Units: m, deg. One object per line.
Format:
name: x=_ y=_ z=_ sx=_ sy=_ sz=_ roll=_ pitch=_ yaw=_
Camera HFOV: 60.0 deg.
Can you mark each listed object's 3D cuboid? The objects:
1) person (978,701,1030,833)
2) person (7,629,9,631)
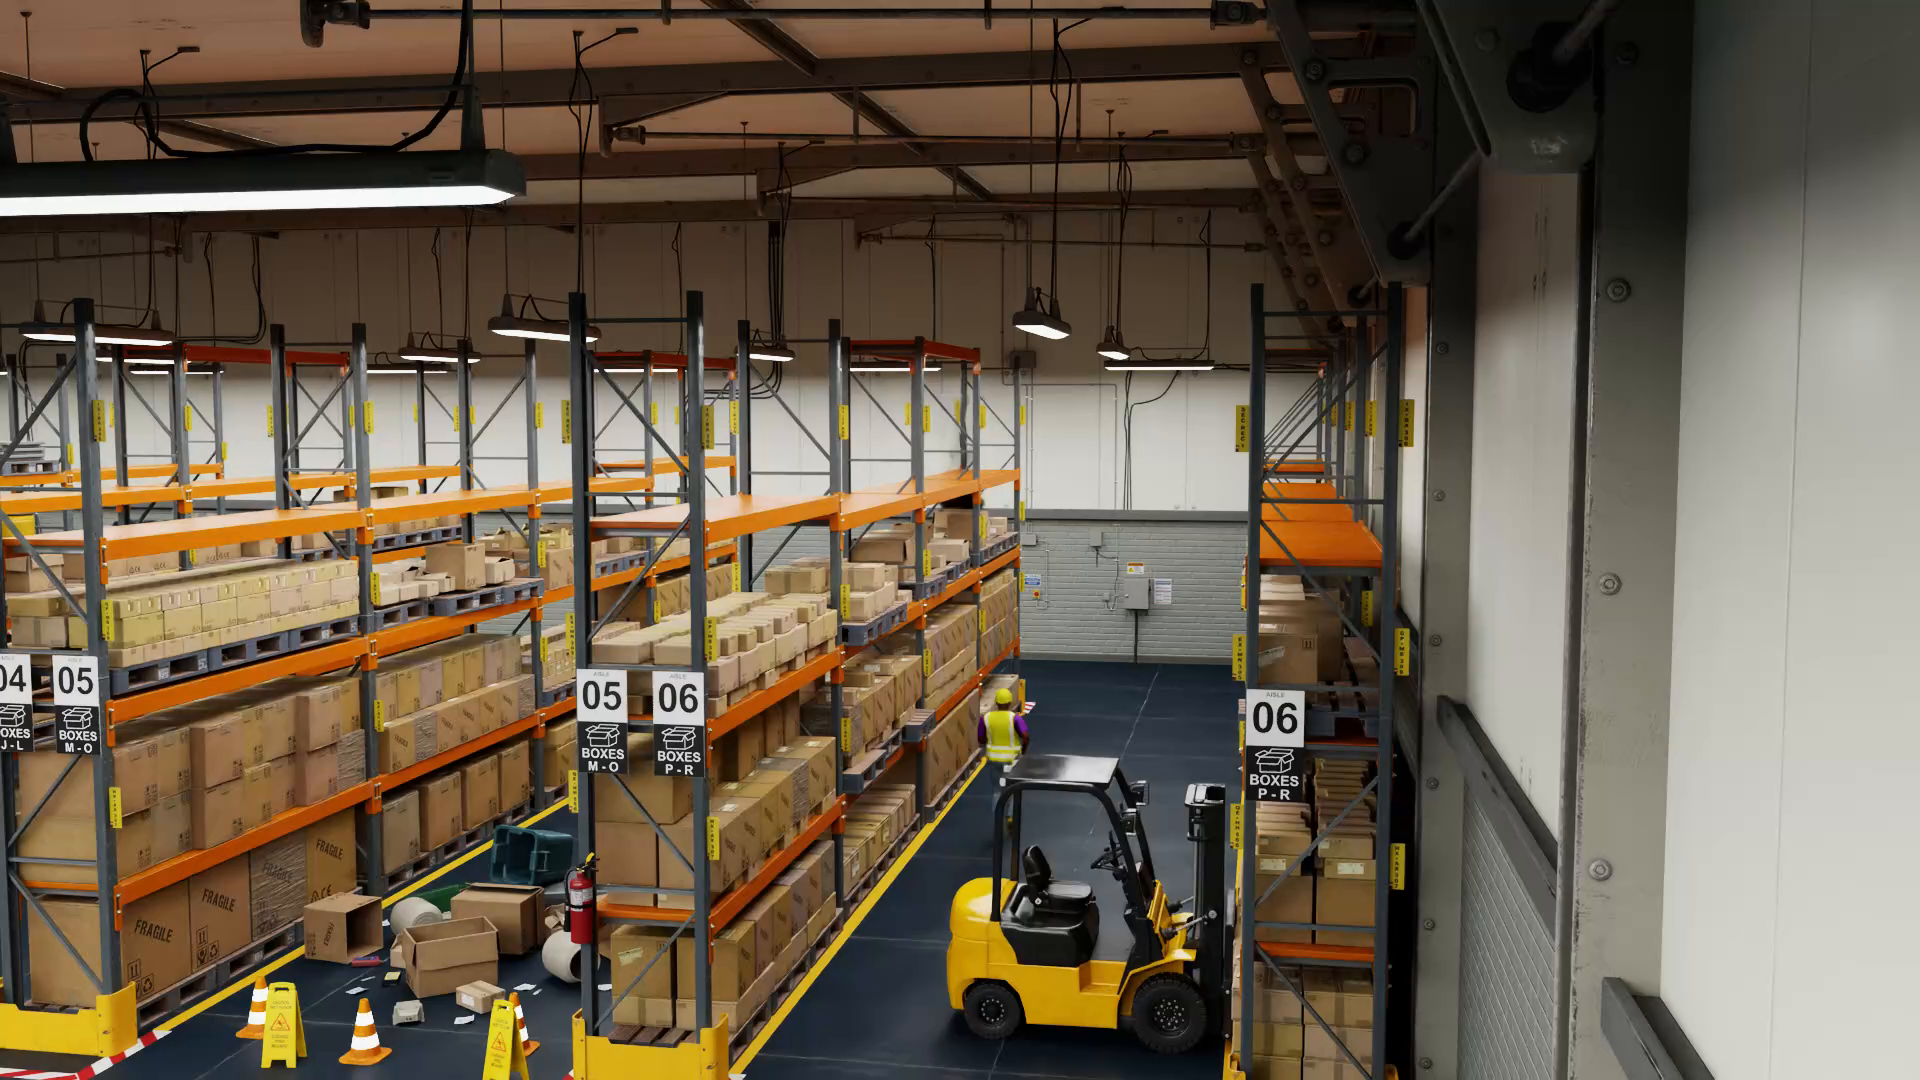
person: x=0.546 y=2.697 z=20.098 sx=0.672 sy=1.766 sz=0.682 roll=1 pitch=5 yaw=10
person: x=-18.673 y=1.716 z=32.822 sx=0.733 sy=1.671 sz=0.621 roll=1 pitch=5 yaw=12
